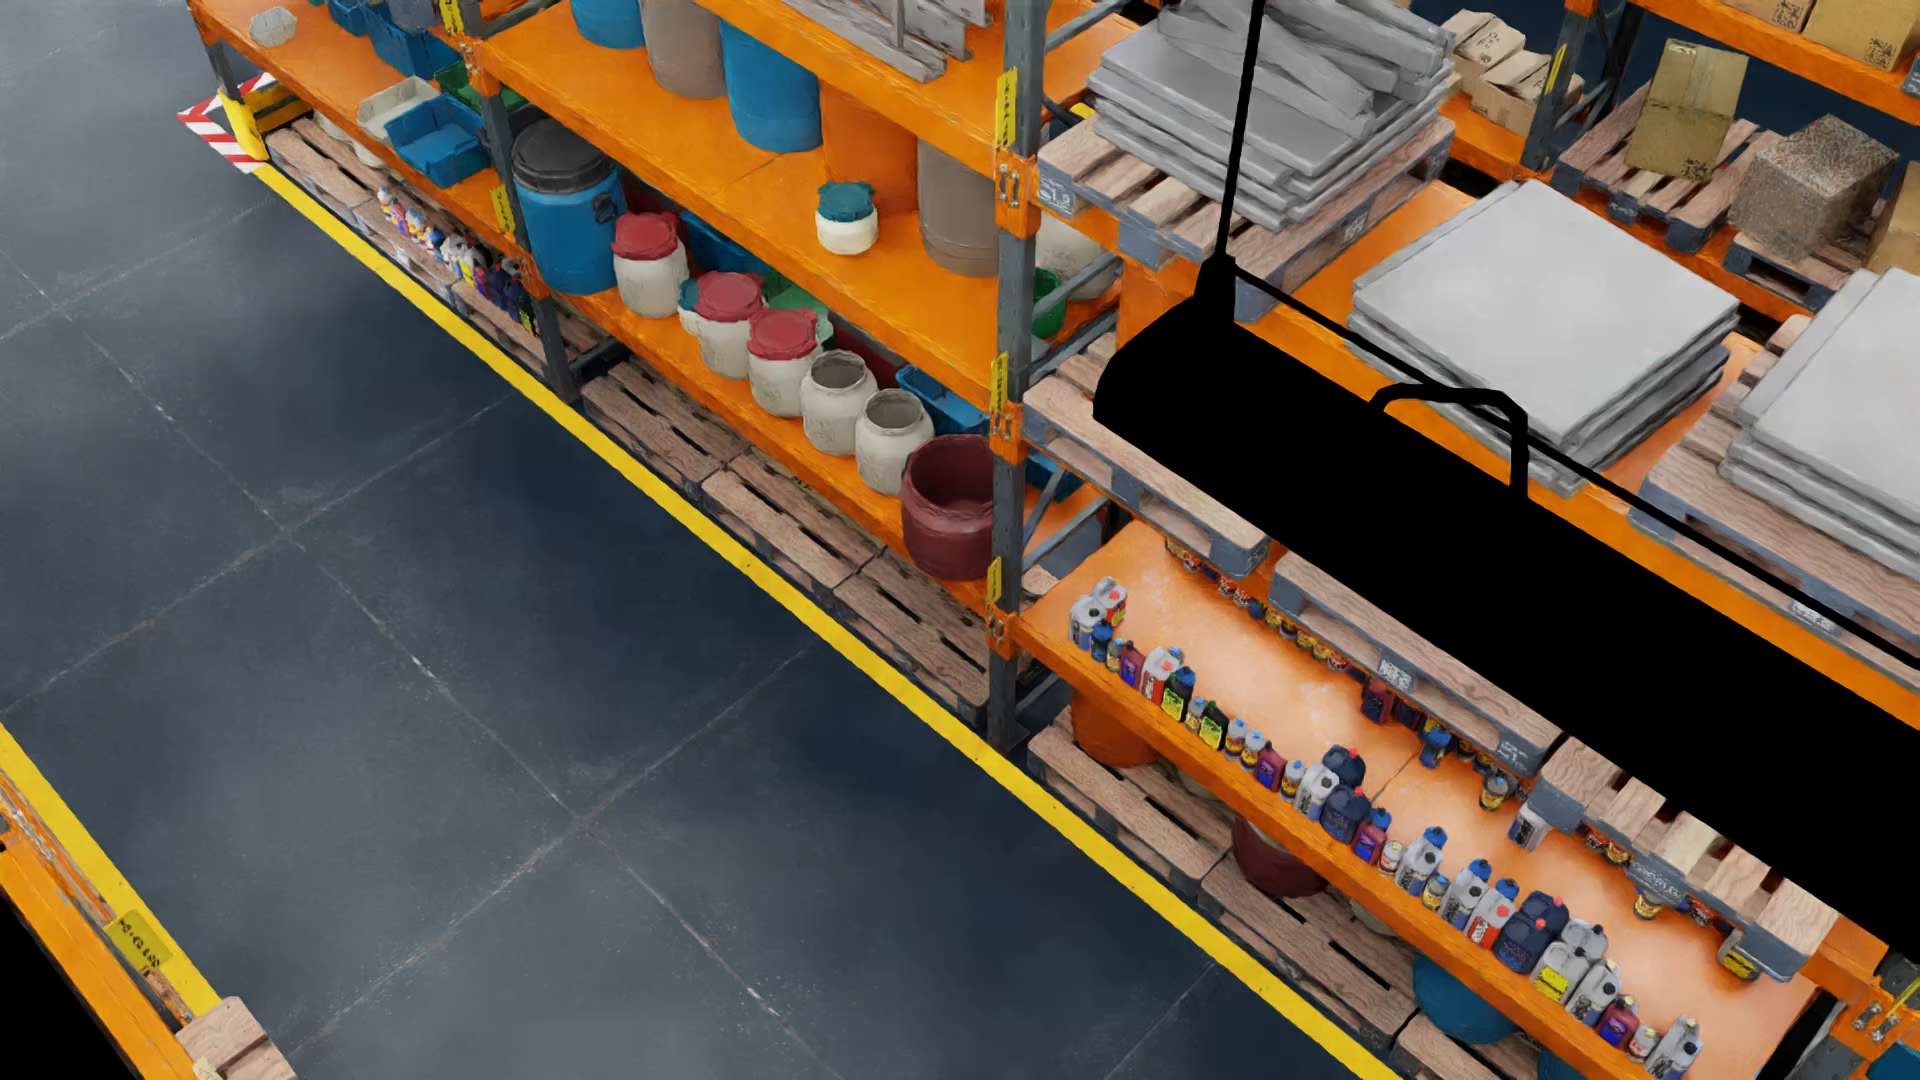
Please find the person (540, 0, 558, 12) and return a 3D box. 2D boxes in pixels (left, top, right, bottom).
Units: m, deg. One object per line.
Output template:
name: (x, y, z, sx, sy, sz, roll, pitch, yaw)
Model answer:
person: (-3.101, -4.729, 13.218, 0.793, 1.722, 0.672, 19, 53, 15)
